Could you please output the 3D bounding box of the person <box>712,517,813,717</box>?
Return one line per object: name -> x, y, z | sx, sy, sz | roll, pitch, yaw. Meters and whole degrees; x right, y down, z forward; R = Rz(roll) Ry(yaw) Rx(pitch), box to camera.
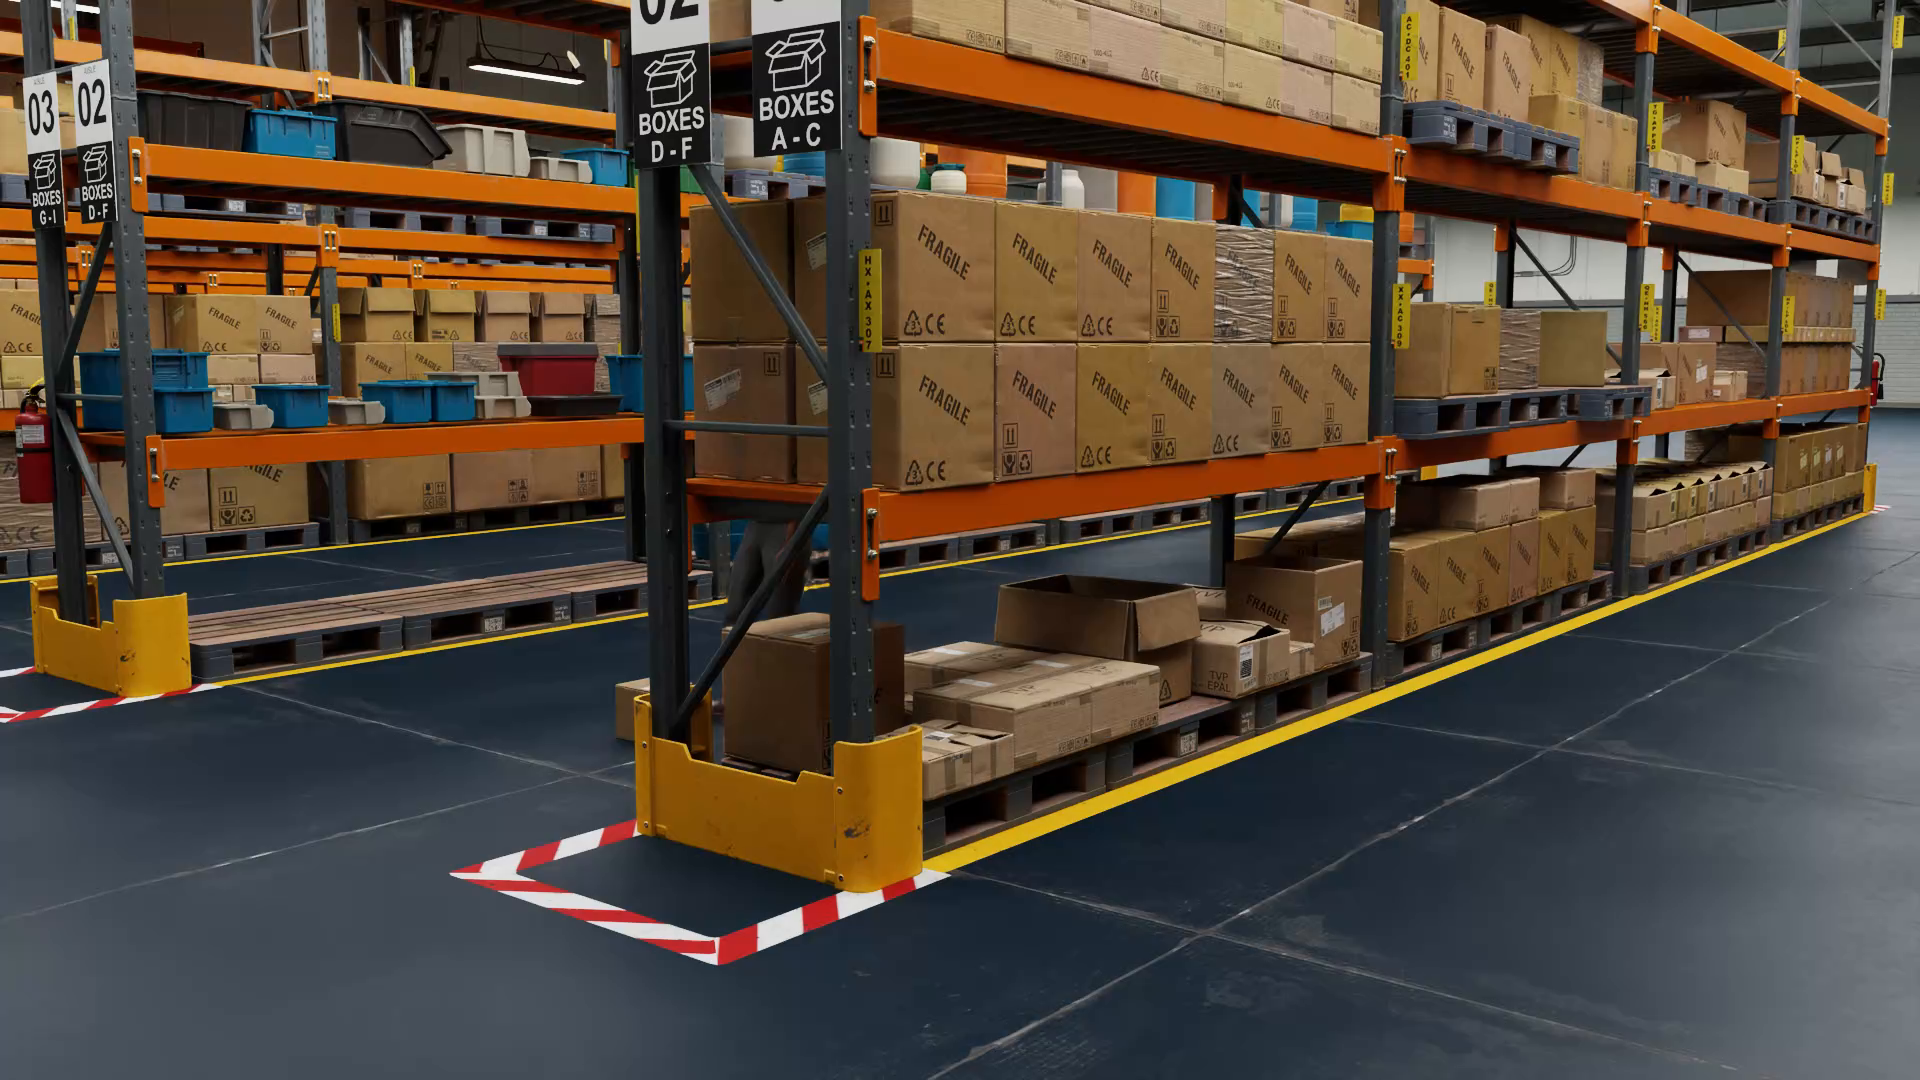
person -> -0.894, 0.017, 7.976 | 0.755, 1.625, 0.458 | -6, 9, -39
